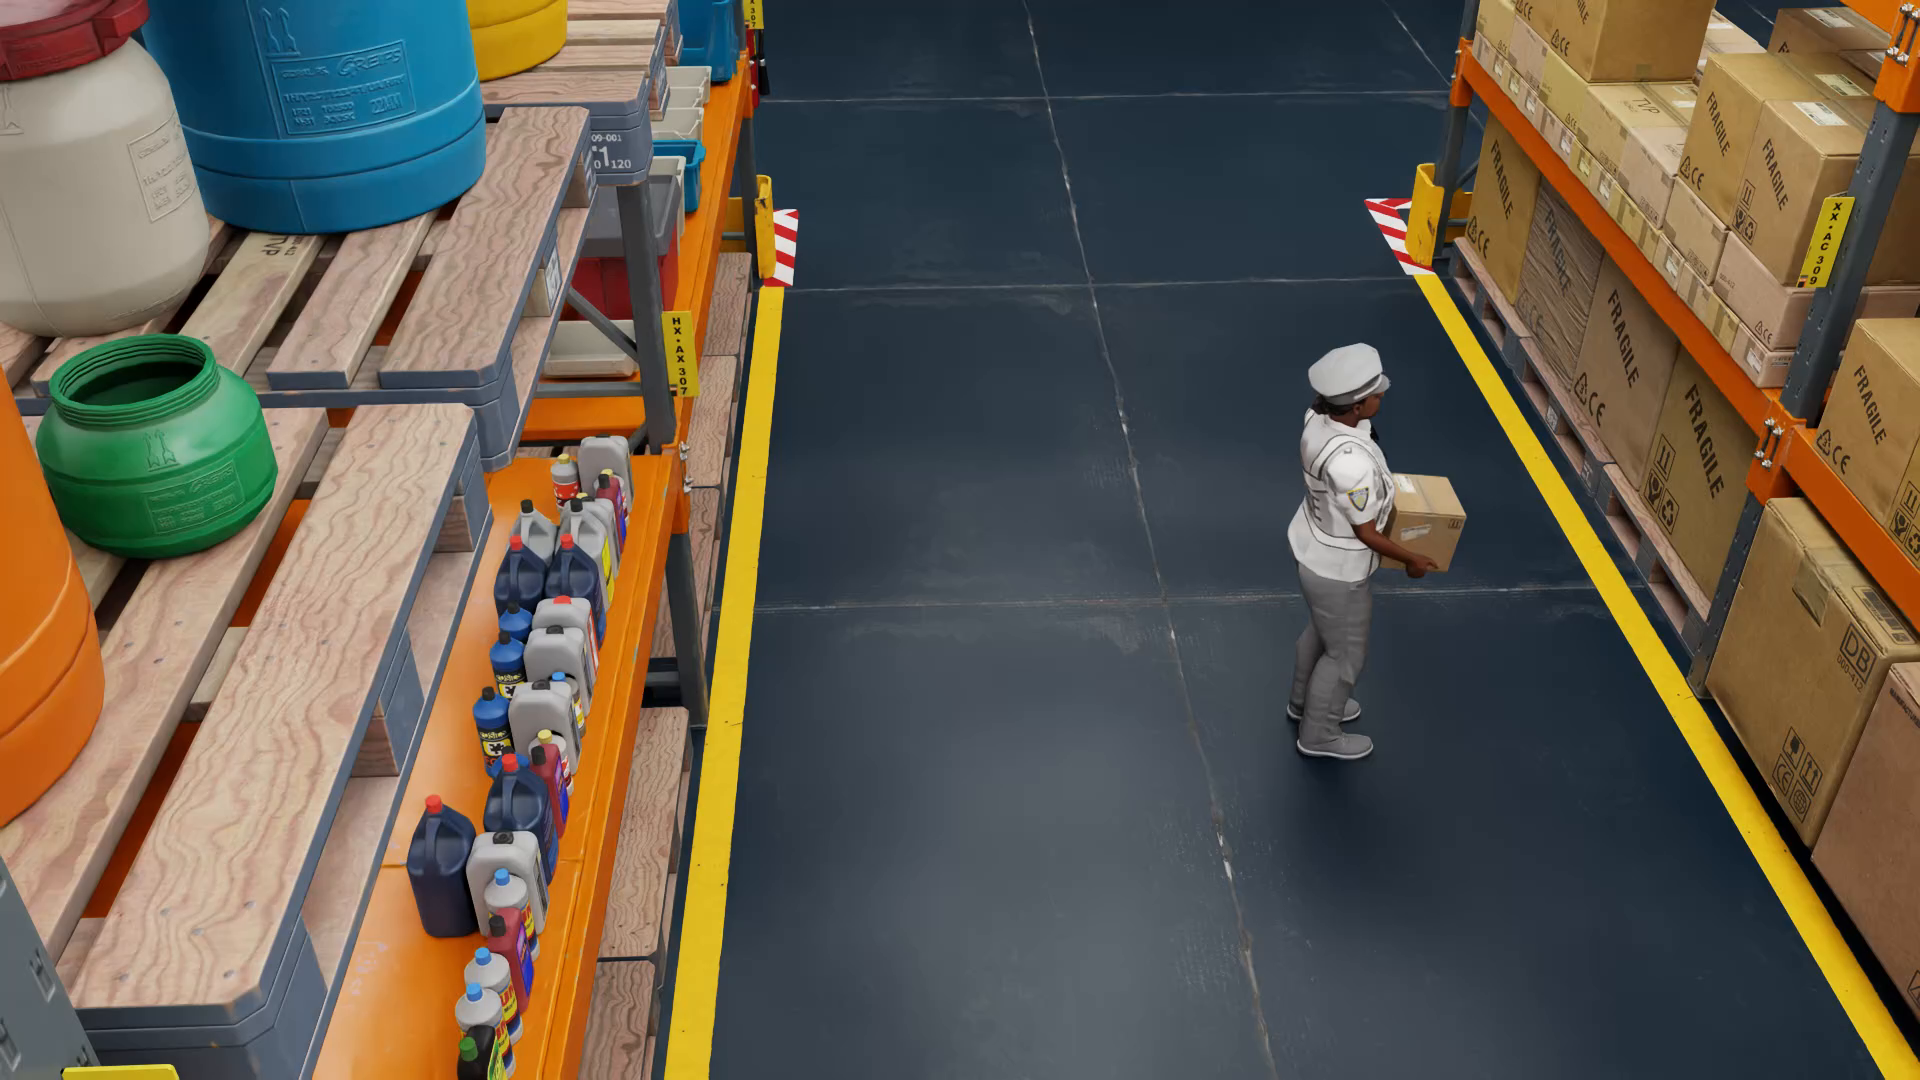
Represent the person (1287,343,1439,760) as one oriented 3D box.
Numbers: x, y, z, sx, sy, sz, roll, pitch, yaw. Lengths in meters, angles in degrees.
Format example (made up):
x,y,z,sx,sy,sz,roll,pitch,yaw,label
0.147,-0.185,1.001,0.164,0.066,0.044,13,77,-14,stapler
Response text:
x,y,z,sx,sy,sz,roll,pitch,yaw,label
1.441,0.067,6.037,0.514,1.686,0.450,-1,35,-2,person
